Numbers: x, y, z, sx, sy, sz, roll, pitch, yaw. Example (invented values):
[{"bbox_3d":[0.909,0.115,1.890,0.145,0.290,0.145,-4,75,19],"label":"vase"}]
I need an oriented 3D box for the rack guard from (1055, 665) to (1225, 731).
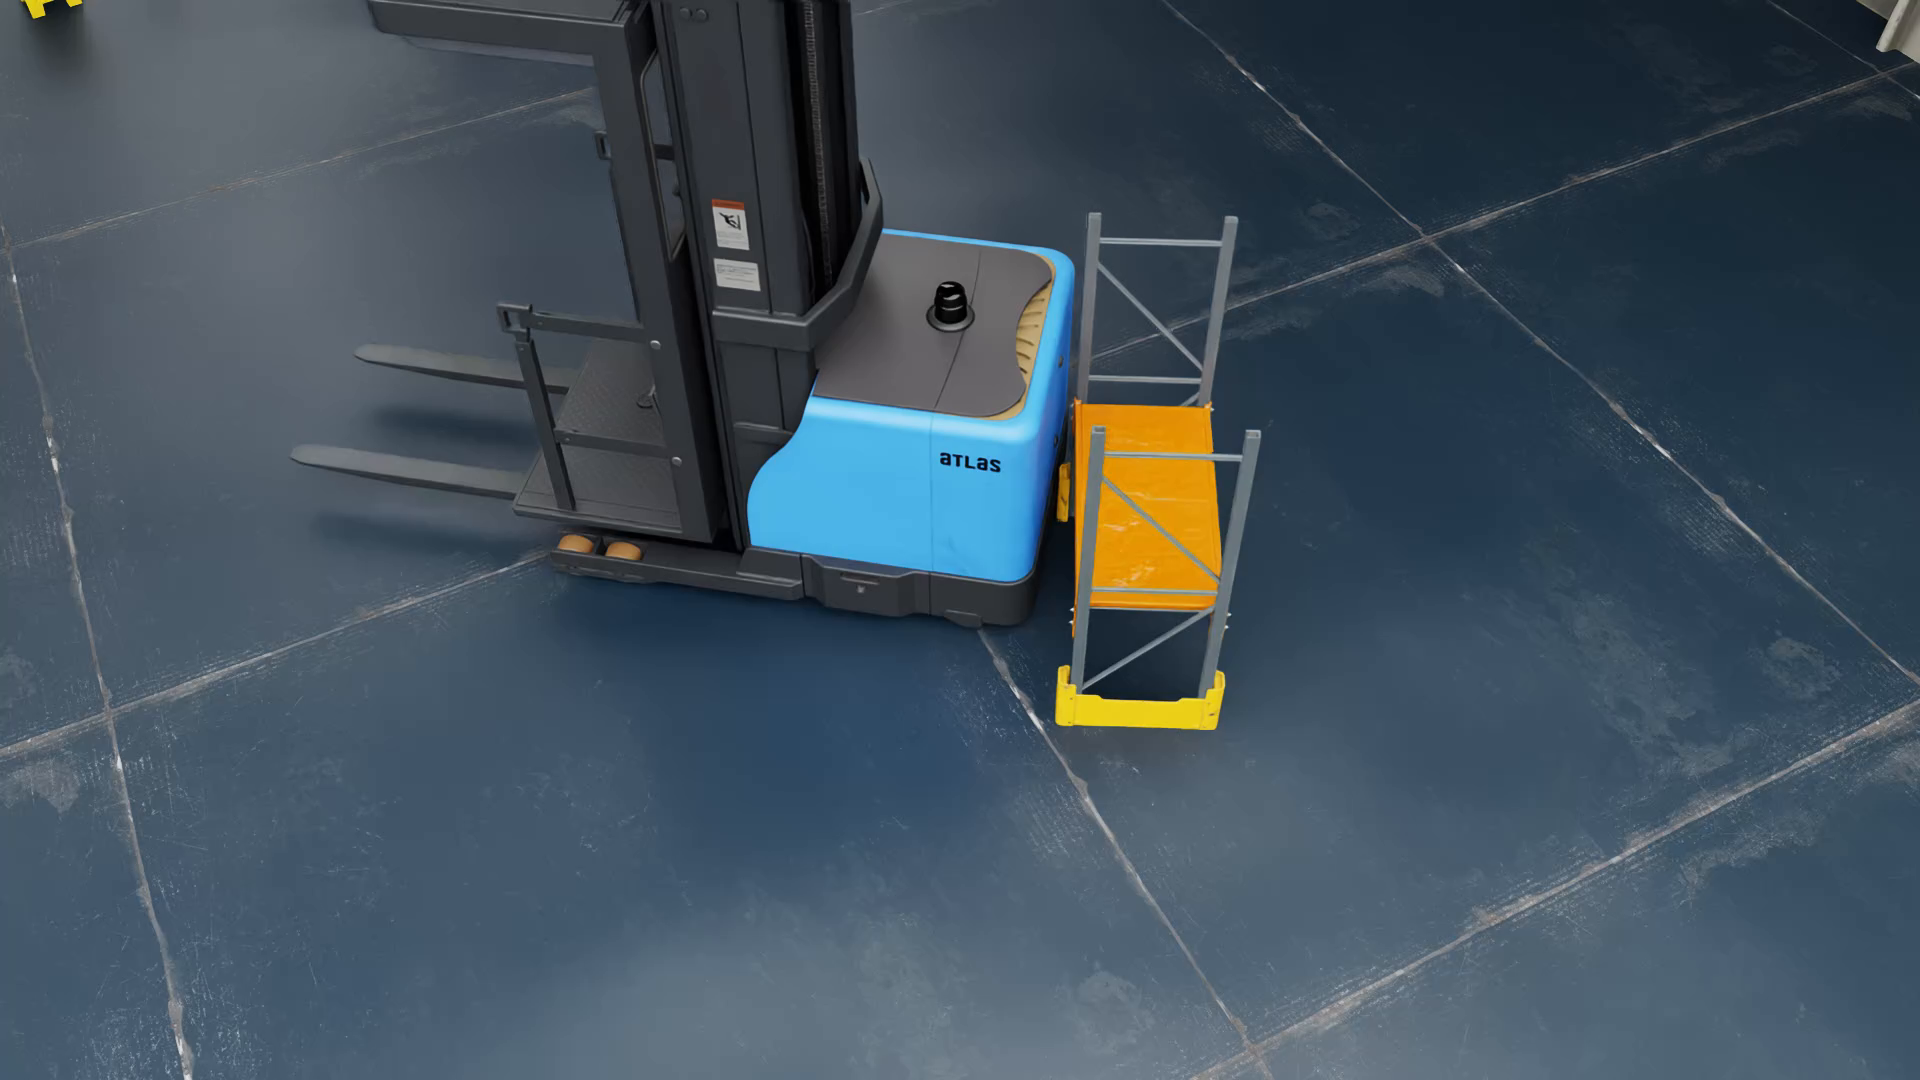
[{"bbox_3d":[0.642,0.569,5.979,0.587,0.250,0.087,2,49,2],"label":"rack guard"}]

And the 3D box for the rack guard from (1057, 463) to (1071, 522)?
[{"bbox_3d":[0.684,-0.180,6.634,0.587,0.250,0.087,2,49,2],"label":"rack guard"}]

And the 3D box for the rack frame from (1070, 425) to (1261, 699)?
[{"bbox_3d":[-3.258,-5.571,10.319,8.925,1.800,14.686,2,49,2],"label":"rack frame"}]

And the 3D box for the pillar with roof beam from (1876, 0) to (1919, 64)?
[{"bbox_3d":[1.334,-4.058,4.213,9.100,9.000,0.400,-21,52,-18],"label":"pillar with roof beam"}]

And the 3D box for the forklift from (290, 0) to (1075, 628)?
[{"bbox_3d":[-1.129,-1.182,5.729,3.031,2.935,1.130,8,49,7],"label":"forklift"}]

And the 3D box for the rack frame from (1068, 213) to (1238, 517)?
[{"bbox_3d":[0.685,-0.593,6.164,0.500,1.500,0.032,2,49,2],"label":"rack frame"}]

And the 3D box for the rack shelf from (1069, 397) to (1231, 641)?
[{"bbox_3d":[0.663,-0.092,5.965,0.538,0.185,1.000,2,49,2],"label":"rack shelf"}]

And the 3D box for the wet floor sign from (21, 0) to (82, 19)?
[{"bbox_3d":[-5.060,-3.207,9.019,0.267,0.644,0.232,-30,55,-23],"label":"wet floor sign"}]

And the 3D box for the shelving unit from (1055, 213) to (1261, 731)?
[{"bbox_3d":[-3.236,-5.567,10.316,8.969,1.800,14.694,2,49,2],"label":"shelving unit"}]
